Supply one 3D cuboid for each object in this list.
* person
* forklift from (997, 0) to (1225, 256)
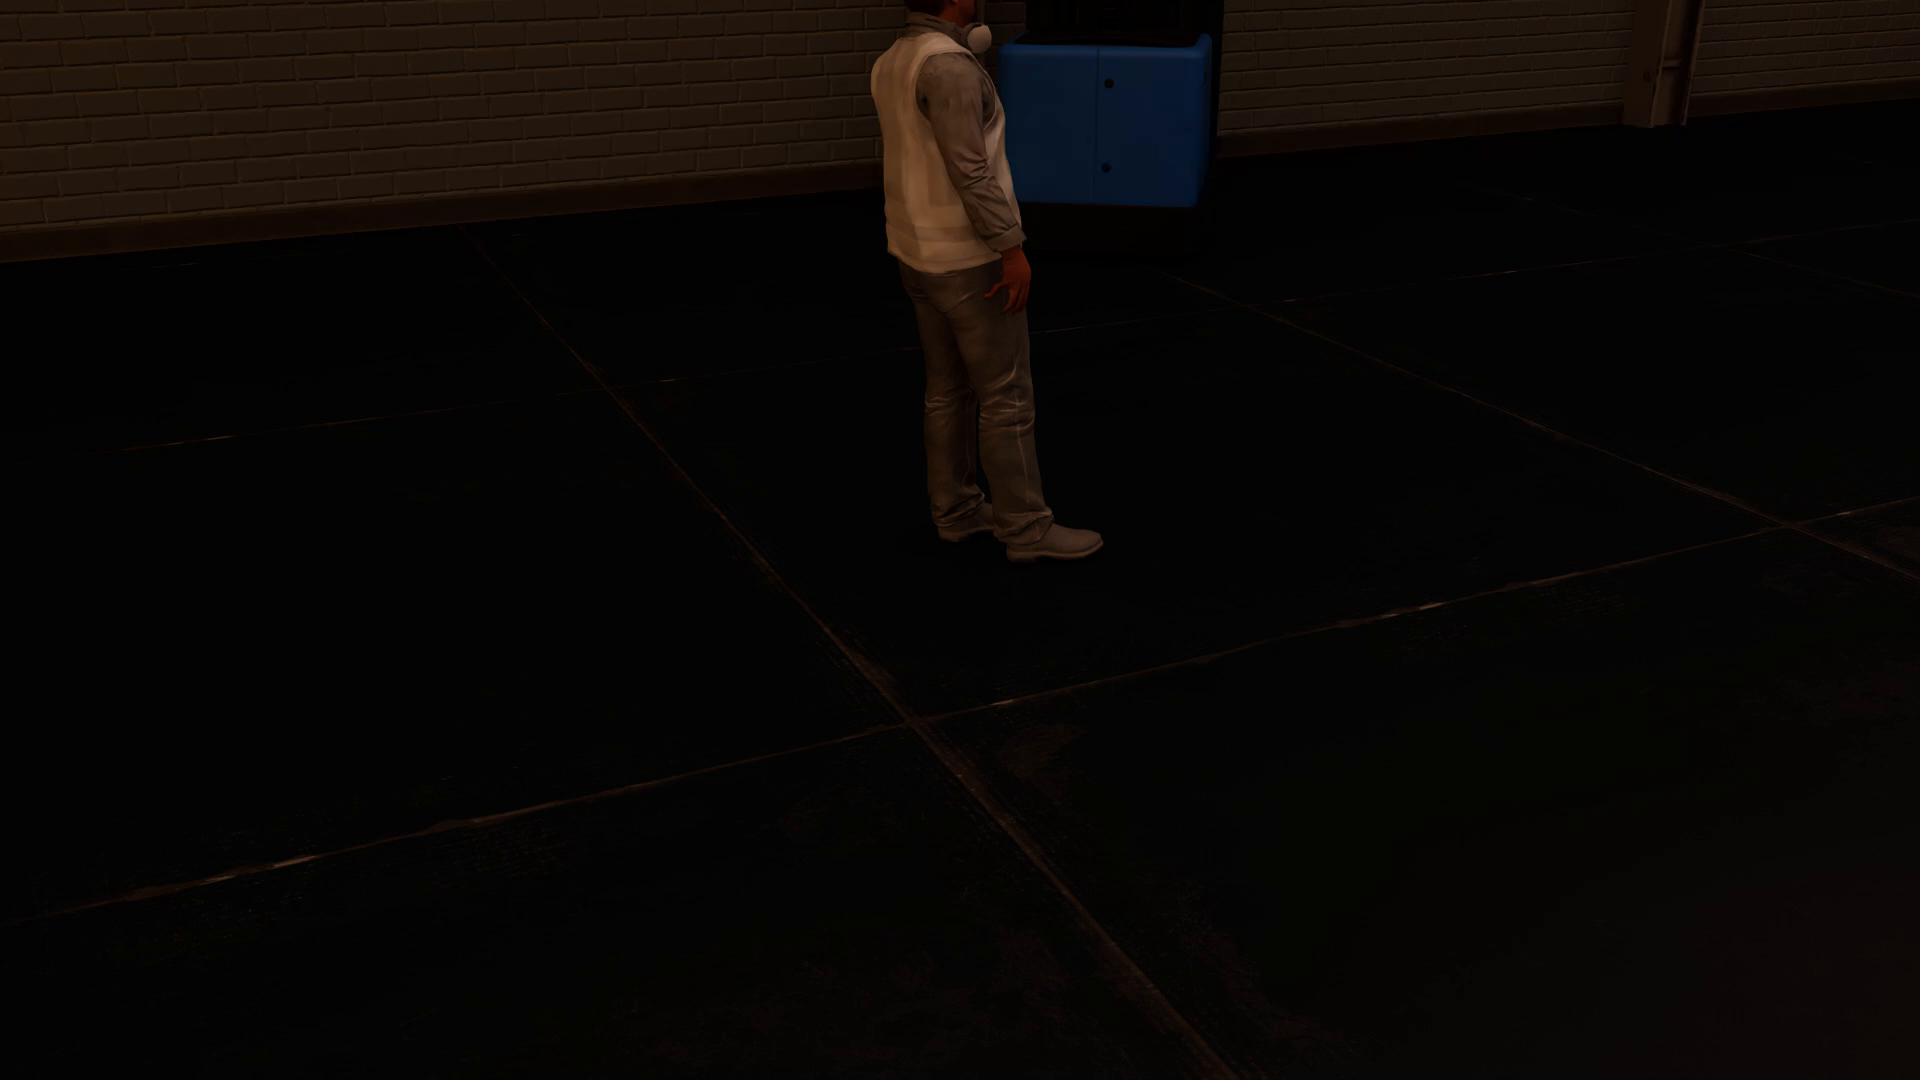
[{"bbox_3d":[0.060,-0.834,4.782,0.566,1.775,0.633,-10,25,-23],"label":"person"},{"bbox_3d":[0.954,-3.317,9.271,1.130,2.935,3.031,4,23,10],"label":"forklift"}]
